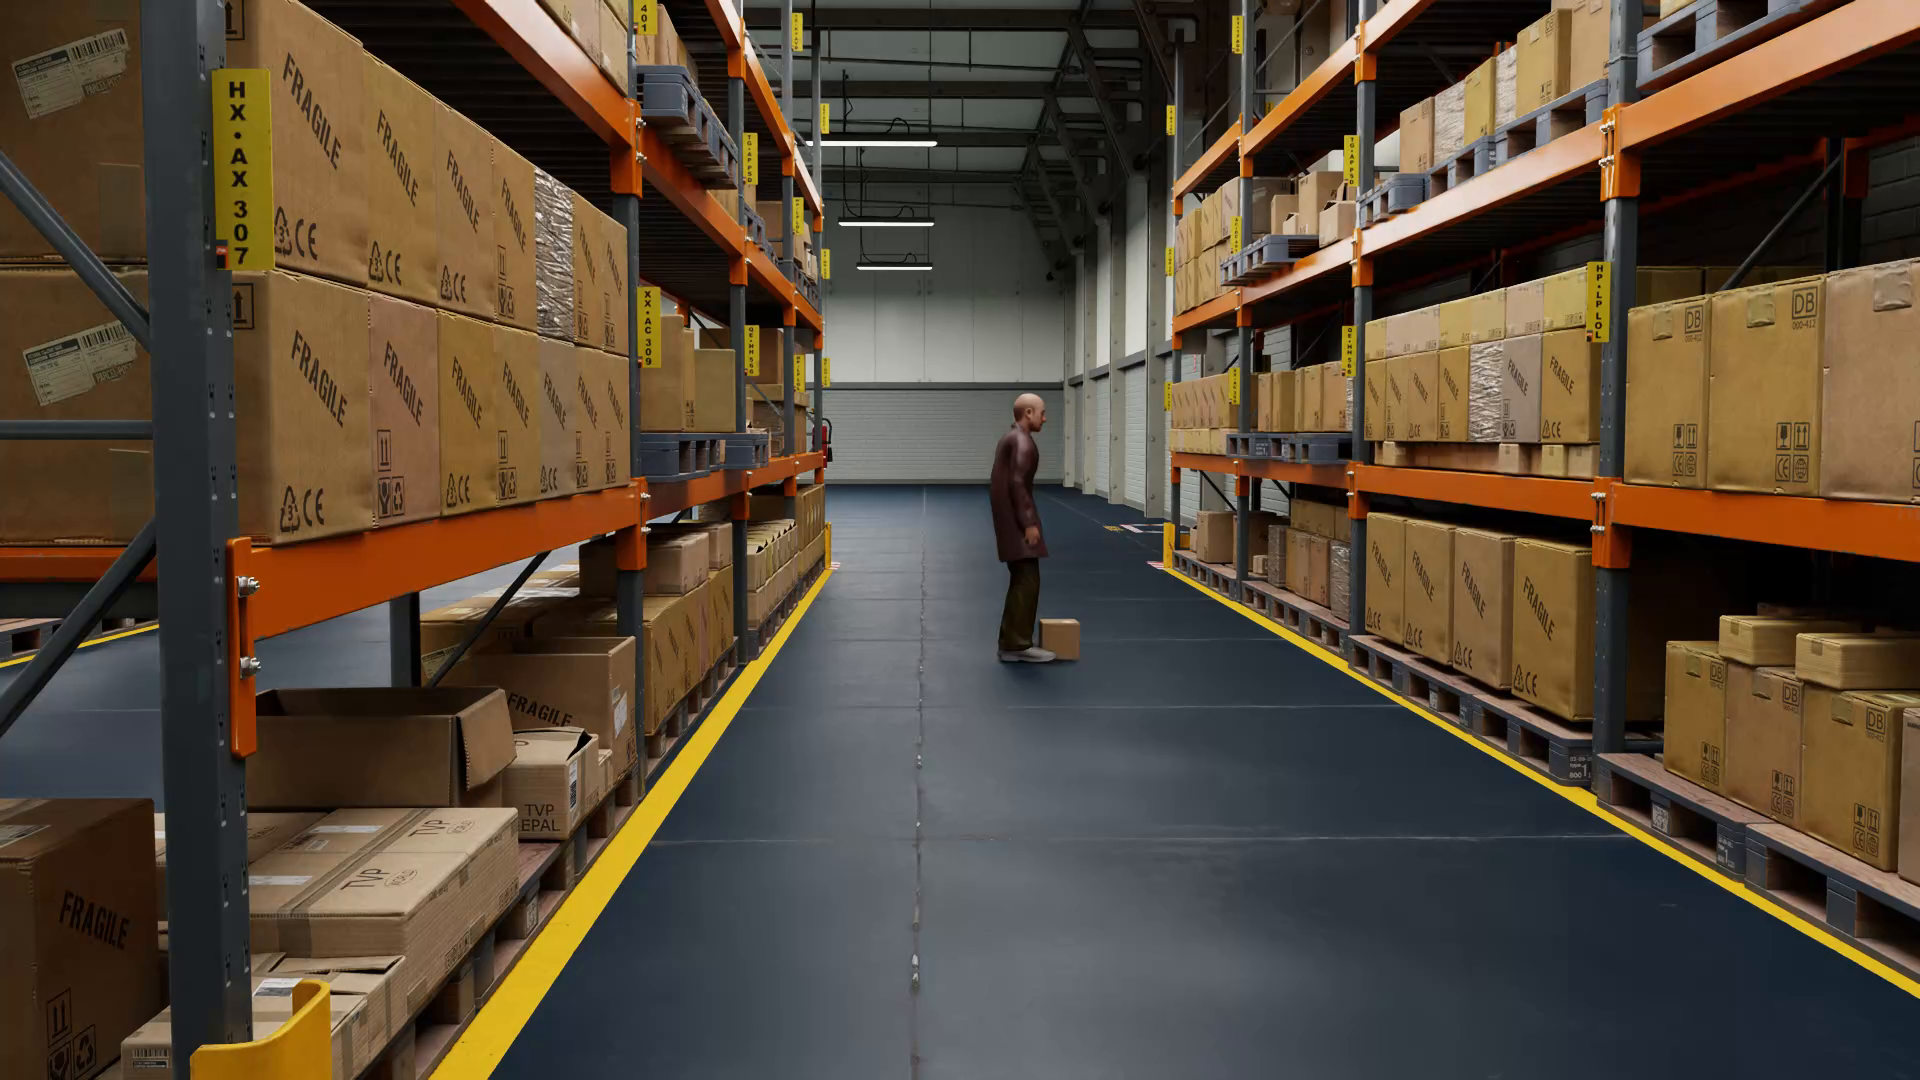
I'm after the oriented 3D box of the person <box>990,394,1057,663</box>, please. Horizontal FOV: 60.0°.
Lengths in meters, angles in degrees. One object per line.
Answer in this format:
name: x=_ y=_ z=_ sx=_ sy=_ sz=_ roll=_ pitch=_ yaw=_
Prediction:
person: x=0.414 y=-0.090 z=11.120 sx=0.427 sy=1.772 sz=0.635 roll=0 pitch=4 yaw=-4
